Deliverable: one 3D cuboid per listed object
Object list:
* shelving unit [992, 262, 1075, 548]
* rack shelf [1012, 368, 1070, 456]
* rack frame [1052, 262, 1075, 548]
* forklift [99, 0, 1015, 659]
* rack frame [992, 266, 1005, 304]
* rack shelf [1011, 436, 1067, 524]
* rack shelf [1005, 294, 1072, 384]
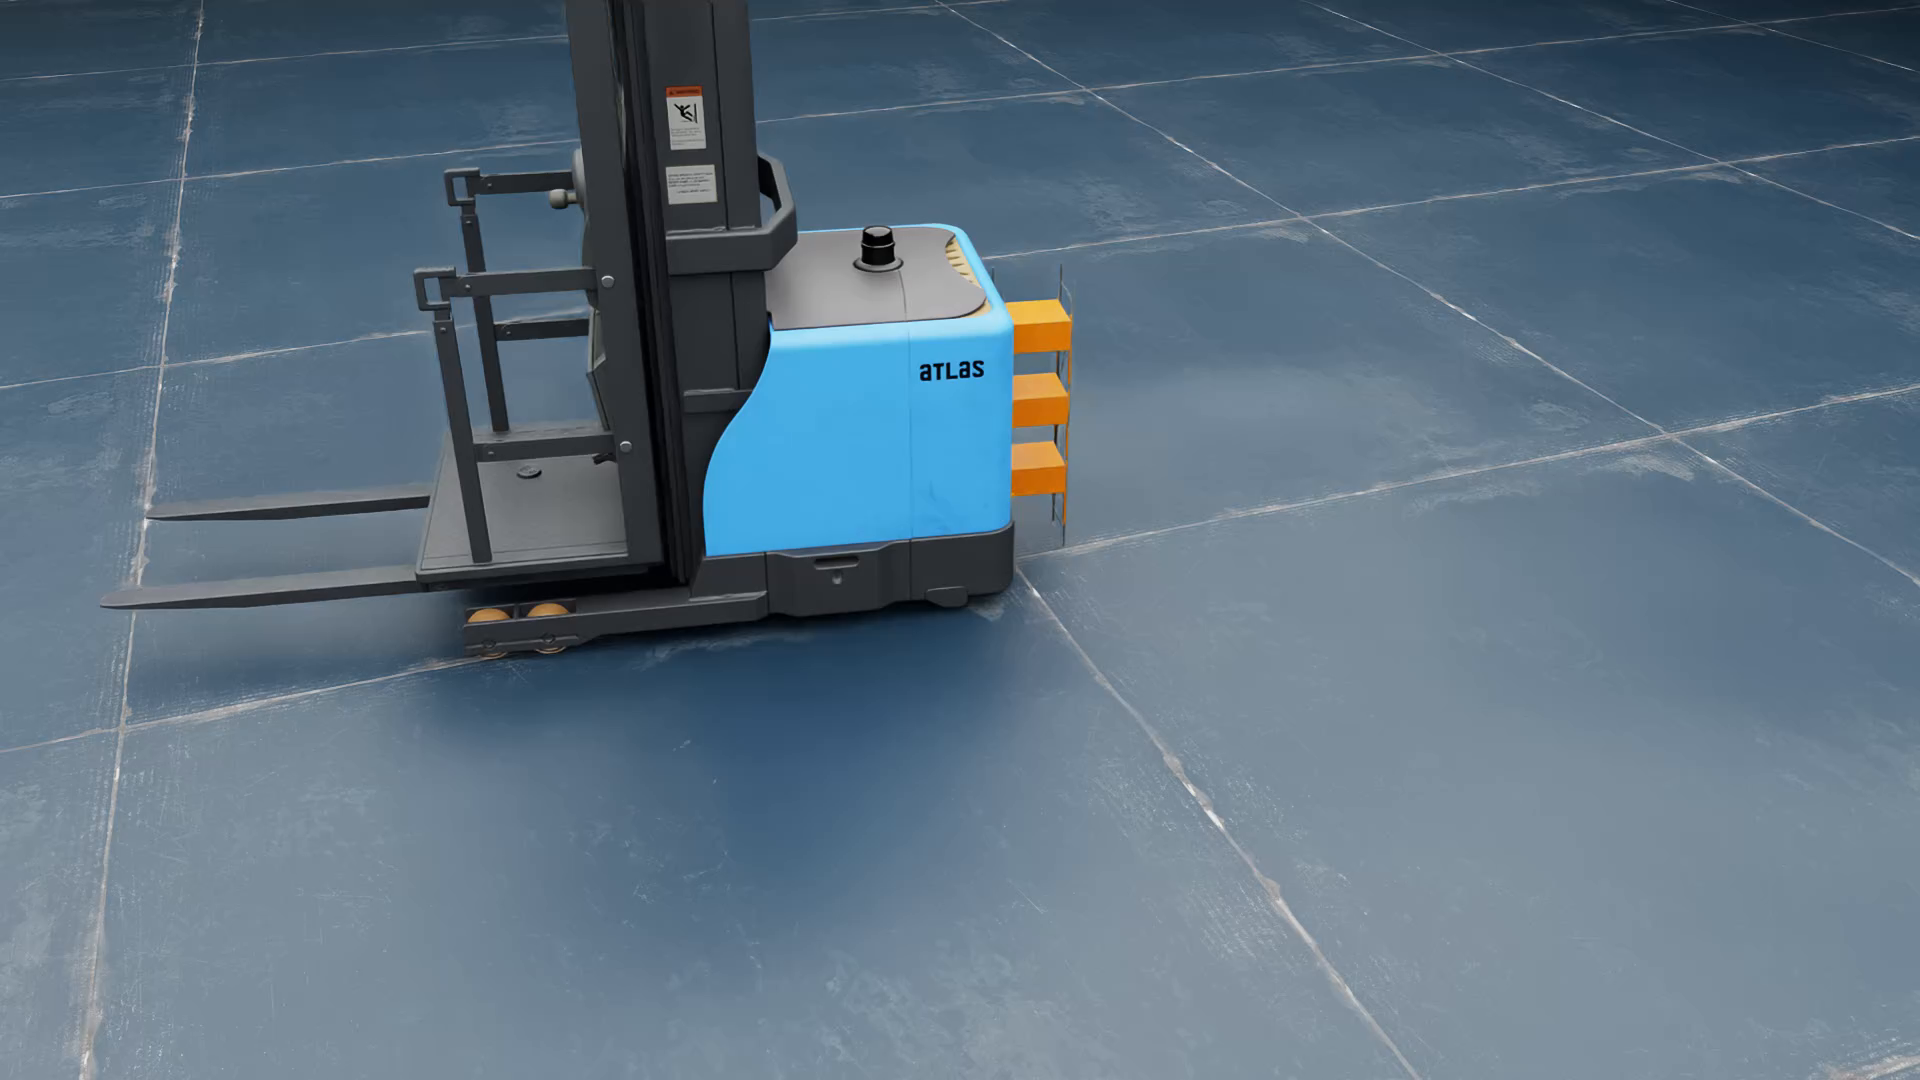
[{"bbox_3d":[0.252,-0.464,6.003,0.252,1.050,0.215,-5,30,-9],"label":"shelving unit"},{"bbox_3d":[0.252,-0.454,6.008,0.240,0.259,0.215,-5,30,-9],"label":"rack shelf"},{"bbox_3d":[0.372,-0.474,6.022,0.008,1.050,0.200,-5,30,-9],"label":"rack frame"},{"bbox_3d":[-1.378,-1.159,5.323,3.031,2.935,1.130,-5,30,-9],"label":"forklift"},{"bbox_3d":[0.132,-0.453,5.985,0.008,1.050,0.200,-5,30,-9],"label":"rack frame"},{"bbox_3d":[0.252,-0.213,6.146,0.240,0.259,0.215,-5,30,-9],"label":"rack shelf"},{"bbox_3d":[0.252,-0.701,5.868,0.240,0.259,0.215,-5,30,-9],"label":"rack shelf"}]
